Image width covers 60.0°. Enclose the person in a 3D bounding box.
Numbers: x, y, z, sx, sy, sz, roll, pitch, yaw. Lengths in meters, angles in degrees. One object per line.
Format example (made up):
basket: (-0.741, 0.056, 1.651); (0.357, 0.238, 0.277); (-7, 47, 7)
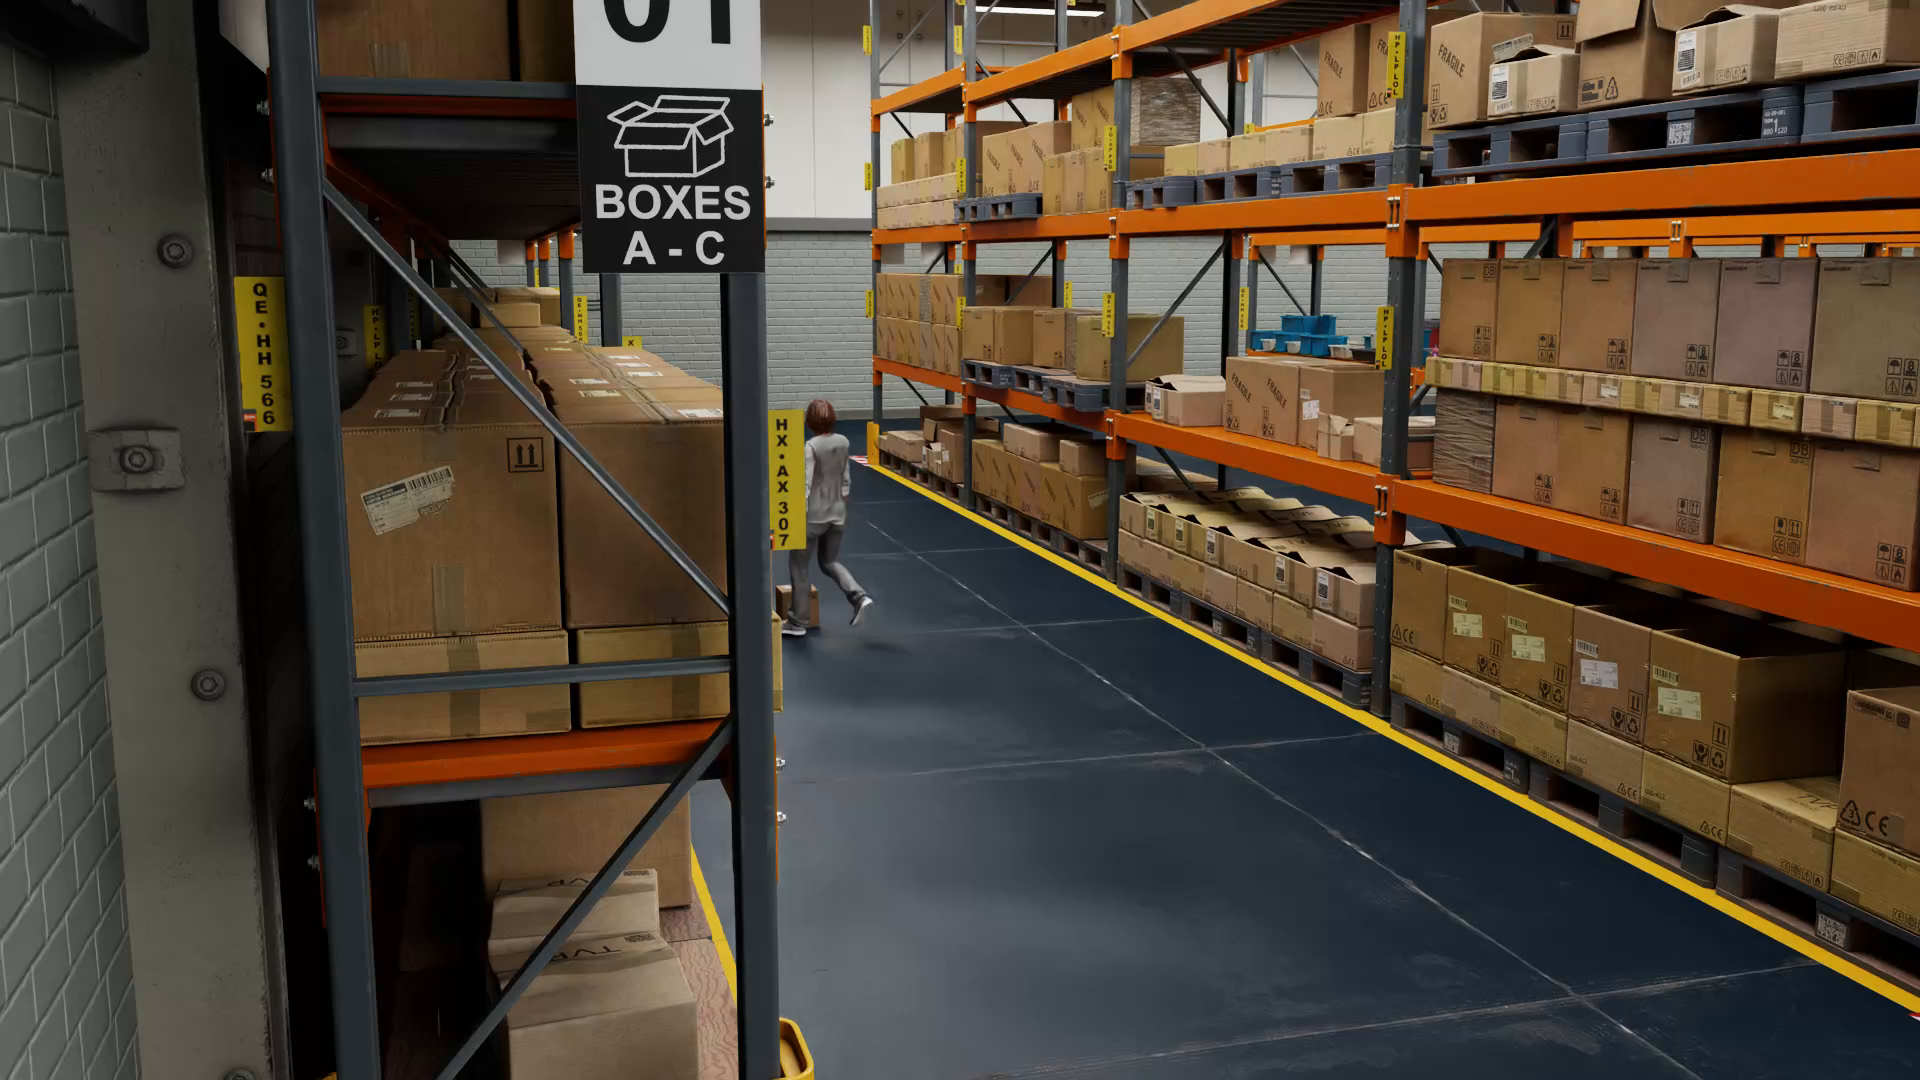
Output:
person: (-0.922, -0.132, 10.761); (0.736, 1.552, 0.440); (9, 13, 43)
